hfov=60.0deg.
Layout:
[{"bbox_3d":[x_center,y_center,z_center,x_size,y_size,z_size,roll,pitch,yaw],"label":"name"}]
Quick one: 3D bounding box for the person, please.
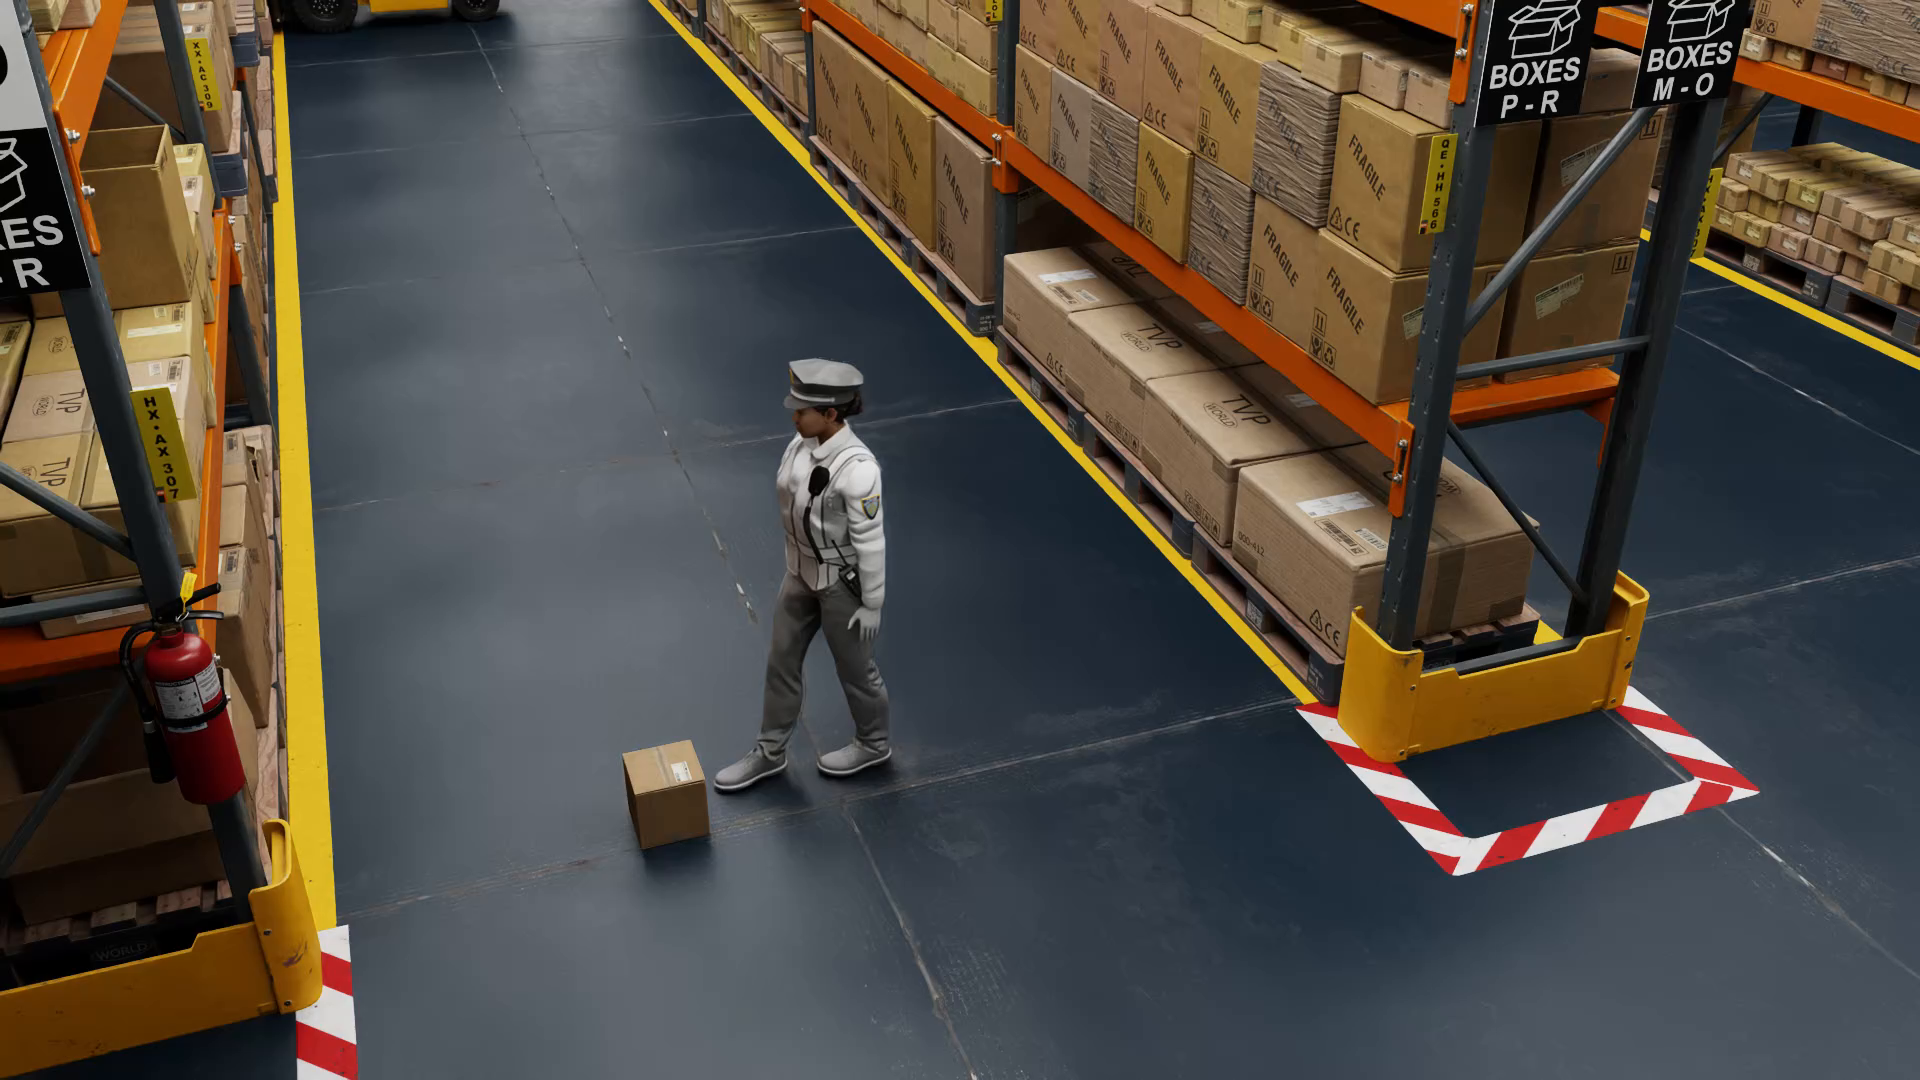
[{"bbox_3d":[-0.557,0.175,5.796,0.652,1.663,0.507,-20,35,-30],"label":"person"}]
